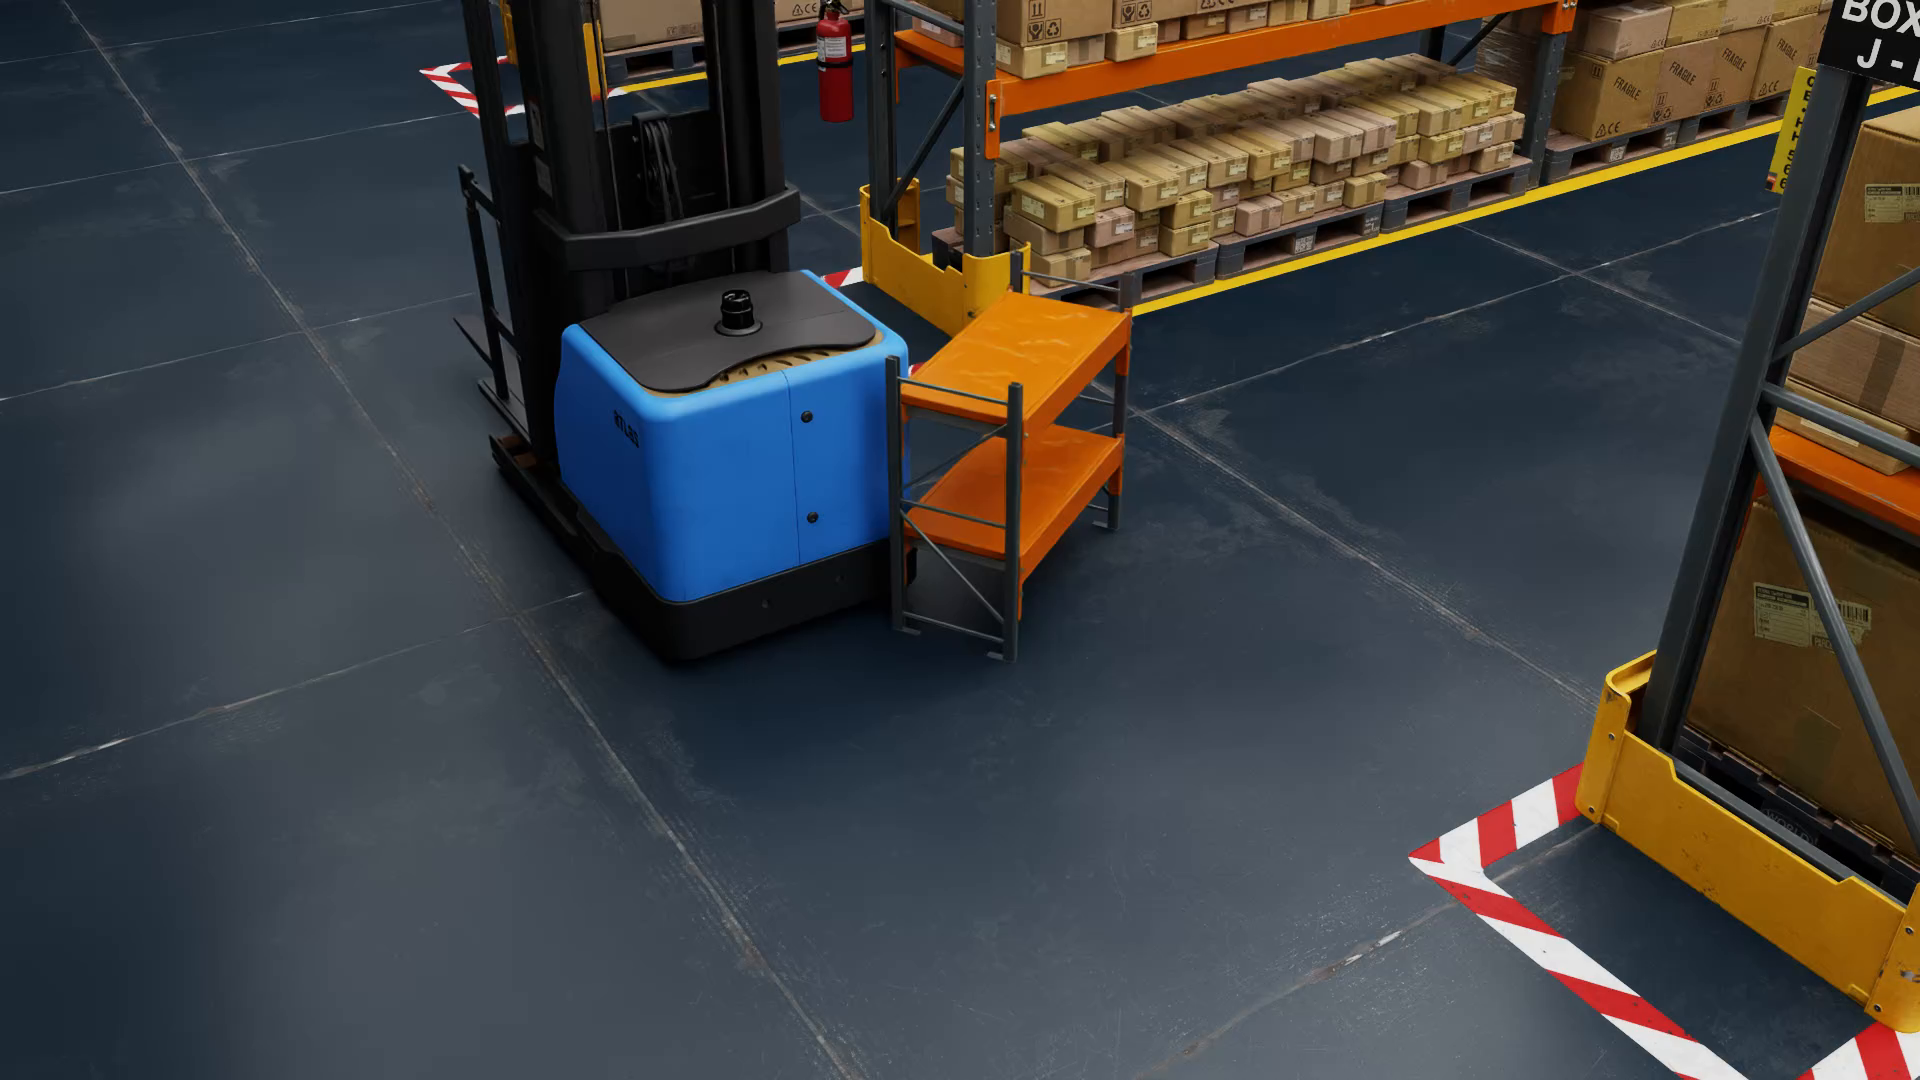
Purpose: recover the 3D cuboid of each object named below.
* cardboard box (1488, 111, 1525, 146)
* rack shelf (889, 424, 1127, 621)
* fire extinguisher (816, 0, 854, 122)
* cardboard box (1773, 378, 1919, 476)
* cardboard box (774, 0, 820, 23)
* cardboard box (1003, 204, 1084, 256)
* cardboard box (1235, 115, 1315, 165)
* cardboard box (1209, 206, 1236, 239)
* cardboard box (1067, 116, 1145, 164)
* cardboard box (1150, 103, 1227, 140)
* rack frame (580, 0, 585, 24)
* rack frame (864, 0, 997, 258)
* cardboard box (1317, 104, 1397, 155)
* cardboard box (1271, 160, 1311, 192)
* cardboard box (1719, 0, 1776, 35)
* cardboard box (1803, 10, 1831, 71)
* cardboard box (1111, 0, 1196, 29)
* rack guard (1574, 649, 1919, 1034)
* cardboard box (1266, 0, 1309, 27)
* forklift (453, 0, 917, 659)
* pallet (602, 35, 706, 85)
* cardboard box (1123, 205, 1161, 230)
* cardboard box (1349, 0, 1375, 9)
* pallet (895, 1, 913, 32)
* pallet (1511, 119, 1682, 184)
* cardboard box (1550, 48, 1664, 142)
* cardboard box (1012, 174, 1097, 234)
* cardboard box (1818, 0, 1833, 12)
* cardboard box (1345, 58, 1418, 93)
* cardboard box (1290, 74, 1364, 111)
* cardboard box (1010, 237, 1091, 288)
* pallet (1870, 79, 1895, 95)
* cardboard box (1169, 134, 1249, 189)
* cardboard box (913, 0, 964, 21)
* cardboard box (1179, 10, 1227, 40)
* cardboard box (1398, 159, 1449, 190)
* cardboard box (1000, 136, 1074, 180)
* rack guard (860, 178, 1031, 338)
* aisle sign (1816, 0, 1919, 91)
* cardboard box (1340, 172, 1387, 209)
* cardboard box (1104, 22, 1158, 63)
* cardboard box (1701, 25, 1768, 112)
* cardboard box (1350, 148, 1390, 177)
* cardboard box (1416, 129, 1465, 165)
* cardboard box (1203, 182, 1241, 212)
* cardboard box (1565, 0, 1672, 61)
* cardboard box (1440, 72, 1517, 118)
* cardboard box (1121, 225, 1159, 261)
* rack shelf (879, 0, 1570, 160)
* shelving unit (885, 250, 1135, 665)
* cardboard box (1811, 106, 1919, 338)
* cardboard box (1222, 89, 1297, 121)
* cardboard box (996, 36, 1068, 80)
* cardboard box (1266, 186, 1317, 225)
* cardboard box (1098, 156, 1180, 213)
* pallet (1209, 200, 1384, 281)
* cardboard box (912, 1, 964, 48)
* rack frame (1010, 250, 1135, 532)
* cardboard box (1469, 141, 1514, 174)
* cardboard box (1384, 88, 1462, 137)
[{"bbox_3d":[3.114,-2.485,9.878,0.250,0.149,0.380,-18,37,-26],"label":"cardboard box"},{"bbox_3d":[0.201,-0.126,6.353,0.538,0.278,1.000,15,35,22],"label":"rack shelf"},{"bbox_3d":[-0.617,-2.408,8.178,0.183,0.674,0.296,-19,37,-27],"label":"fire extinguisher"},{"bbox_3d":[2.568,-0.356,4.738,0.250,0.149,0.380,-18,37,-26],"label":"cardboard box"},{"bbox_3d":[-1.657,-4.253,12.689,0.875,0.438,0.875,-18,36,-26],"label":"cardboard box"},{"bbox_3d":[0.424,-1.599,8.473,0.250,0.149,0.380,-17,36,-25],"label":"cardboard box"},{"bbox_3d":[1.724,-2.192,9.135,0.250,0.149,0.380,-19,37,-27],"label":"cardboard box"},{"bbox_3d":[1.276,-1.773,9.027,0.250,0.149,0.380,-19,37,-27],"label":"cardboard box"},{"bbox_3d":[0.796,-2.180,9.115,0.250,0.149,0.380,-21,38,-29],"label":"cardboard box"},{"bbox_3d":[1.273,-2.309,9.320,0.250,0.149,0.380,-20,38,-29],"label":"cardboard box"},{"bbox_3d":[-2.922,-4.655,11.318,0.127,3.000,1.000,-19,37,-27],"label":"rack frame"},{"bbox_3d":[-0.155,-2.465,7.846,0.127,3.000,1.000,-19,37,-27],"label":"rack frame"},{"bbox_3d":[2.212,-2.298,9.303,0.250,0.149,0.380,-21,38,-30],"label":"cardboard box"},{"bbox_3d":[1.727,-2.078,9.233,0.250,0.149,0.380,-17,36,-25],"label":"cardboard box"},{"bbox_3d":[4.848,-3.454,10.661,0.500,0.250,0.500,-18,36,-26],"label":"cardboard box"},{"bbox_3d":[5.719,-3.442,11.344,0.500,0.500,0.500,-17,36,-25],"label":"cardboard box"},{"bbox_3d":[0.808,-2.805,8.012,0.500,0.500,0.500,-19,37,-27],"label":"cardboard box"},{"bbox_3d":[2.427,0.853,4.929,0.348,0.500,1.175,-19,37,-27],"label":"rack guard"},{"bbox_3d":[1.578,-2.779,8.579,0.250,0.149,0.380,-18,36,-26],"label":"cardboard box"},{"bbox_3d":[-1.374,-1.563,6.481,1.130,2.935,3.031,-18,37,-27],"label":"forklift"},{"bbox_3d":[-2.292,-3.742,12.484,1.213,0.211,1.003,-19,37,-27],"label":"pallet"},{"bbox_3d":[0.843,-1.763,8.733,0.250,0.149,0.380,-18,37,-27],"label":"cardboard box"},{"bbox_3d":[1.994,-2.948,8.848,0.250,0.149,0.380,-20,37,-28],"label":"cardboard box"},{"bbox_3d":[-0.242,-4.447,13.602,1.213,0.211,1.003,-19,37,-27],"label":"pallet"},{"bbox_3d":[3.860,-2.667,10.781,1.213,0.211,1.003,-19,37,-27],"label":"pallet"},{"bbox_3d":[3.972,-2.836,10.384,0.500,0.500,0.500,-17,36,-25],"label":"cardboard box"},{"bbox_3d":[0.469,-1.687,8.334,0.250,0.149,0.380,-21,38,-29],"label":"cardboard box"},{"bbox_3d":[5.718,-3.749,11.128,0.500,0.250,0.500,-18,37,-27],"label":"cardboard box"},{"bbox_3d":[2.541,-2.785,10.074,0.250,0.149,0.380,-17,36,-25],"label":"cardboard box"},{"bbox_3d":[2.149,-2.604,9.787,0.250,0.149,0.380,-20,37,-28],"label":"cardboard box"},{"bbox_3d":[0.459,-1.444,8.507,0.250,0.149,0.380,-18,37,-26],"label":"cardboard box"},{"bbox_3d":[5.911,-3.373,11.899,1.213,0.211,1.003,-19,37,-27],"label":"pallet"},{"bbox_3d":[1.319,-2.021,8.863,0.250,0.149,0.380,-17,36,-25],"label":"cardboard box"},{"bbox_3d":[0.083,-2.878,8.129,0.500,0.500,0.500,-18,37,-26],"label":"cardboard box"},{"bbox_3d":[1.126,-2.655,8.383,0.250,0.149,0.380,-19,37,-28],"label":"cardboard box"},{"bbox_3d":[2.611,-2.184,9.679,0.250,0.149,0.380,-20,38,-29],"label":"cardboard box"},{"bbox_3d":[0.395,-2.002,8.833,0.250,0.149,0.380,-18,37,-26],"label":"cardboard box"},{"bbox_3d":[-0.091,-1.429,8.547,0.348,0.500,1.175,-19,37,-27],"label":"rack guard"},{"bbox_3d":[2.224,-1.425,3.760,0.004,0.787,0.394,-19,37,-27],"label":"aisle sign"},{"bbox_3d":[2.192,-2.027,9.431,0.250,0.149,0.380,-19,37,-27],"label":"cardboard box"},{"bbox_3d":[0.741,-2.451,8.059,0.250,0.149,0.380,-20,37,-29],"label":"cardboard box"},{"bbox_3d":[4.848,-3.147,10.877,0.500,0.500,0.500,-18,37,-26],"label":"cardboard box"},{"bbox_3d":[2.210,-2.205,9.434,0.250,0.149,0.380,-18,36,-26],"label":"cardboard box"},{"bbox_3d":[2.678,-2.316,9.609,0.250,0.149,0.380,-20,38,-29],"label":"cardboard box"},{"bbox_3d":[1.289,-1.908,8.963,0.250,0.149,0.380,-21,38,-29],"label":"cardboard box"},{"bbox_3d":[3.971,-3.154,10.184,0.500,0.250,0.500,-21,38,-29],"label":"cardboard box"},{"bbox_3d":[3.049,-2.625,9.820,0.250,0.149,0.380,-18,36,-26],"label":"cardboard box"},{"bbox_3d":[0.839,-1.632,8.804,0.250,0.149,0.380,-19,37,-27],"label":"cardboard box"},{"bbox_3d":[1.526,-2.739,8.954,4.000,0.370,1.077,-19,37,-27],"label":"rack shelf"},{"bbox_3d":[0.201,-0.333,6.223,0.538,1.125,1.048,15,35,22],"label":"shelving unit"},{"bbox_3d":[2.714,-0.850,4.444,0.500,0.500,0.500,-18,37,-27],"label":"cardboard box"},{"bbox_3d":[1.706,-2.451,9.545,0.250,0.149,0.380,-21,38,-29],"label":"cardboard box"},{"bbox_3d":[0.295,-2.305,7.828,0.250,0.149,0.380,-19,37,-28],"label":"cardboard box"},{"bbox_3d":[1.752,-1.898,9.225,0.250,0.149,0.380,-19,37,-27],"label":"cardboard box"},{"bbox_3d":[0.917,-1.836,8.570,0.250,0.149,0.380,-19,37,-27],"label":"cardboard box"},{"bbox_3d":[1.635,-1.877,9.527,1.213,0.211,1.003,-19,37,-27],"label":"pallet"},{"bbox_3d":[-0.034,-2.579,8.263,0.250,0.149,0.380,-19,37,-27],"label":"cardboard box"},{"bbox_3d":[0.424,-0.576,6.609,0.500,1.125,0.032,15,35,22],"label":"rack frame"},{"bbox_3d":[3.062,-2.327,9.905,0.250,0.149,0.380,-18,37,-27],"label":"cardboard box"},{"bbox_3d":[2.650,-2.458,9.556,0.250,0.149,0.380,-19,37,-28],"label":"cardboard box"}]
